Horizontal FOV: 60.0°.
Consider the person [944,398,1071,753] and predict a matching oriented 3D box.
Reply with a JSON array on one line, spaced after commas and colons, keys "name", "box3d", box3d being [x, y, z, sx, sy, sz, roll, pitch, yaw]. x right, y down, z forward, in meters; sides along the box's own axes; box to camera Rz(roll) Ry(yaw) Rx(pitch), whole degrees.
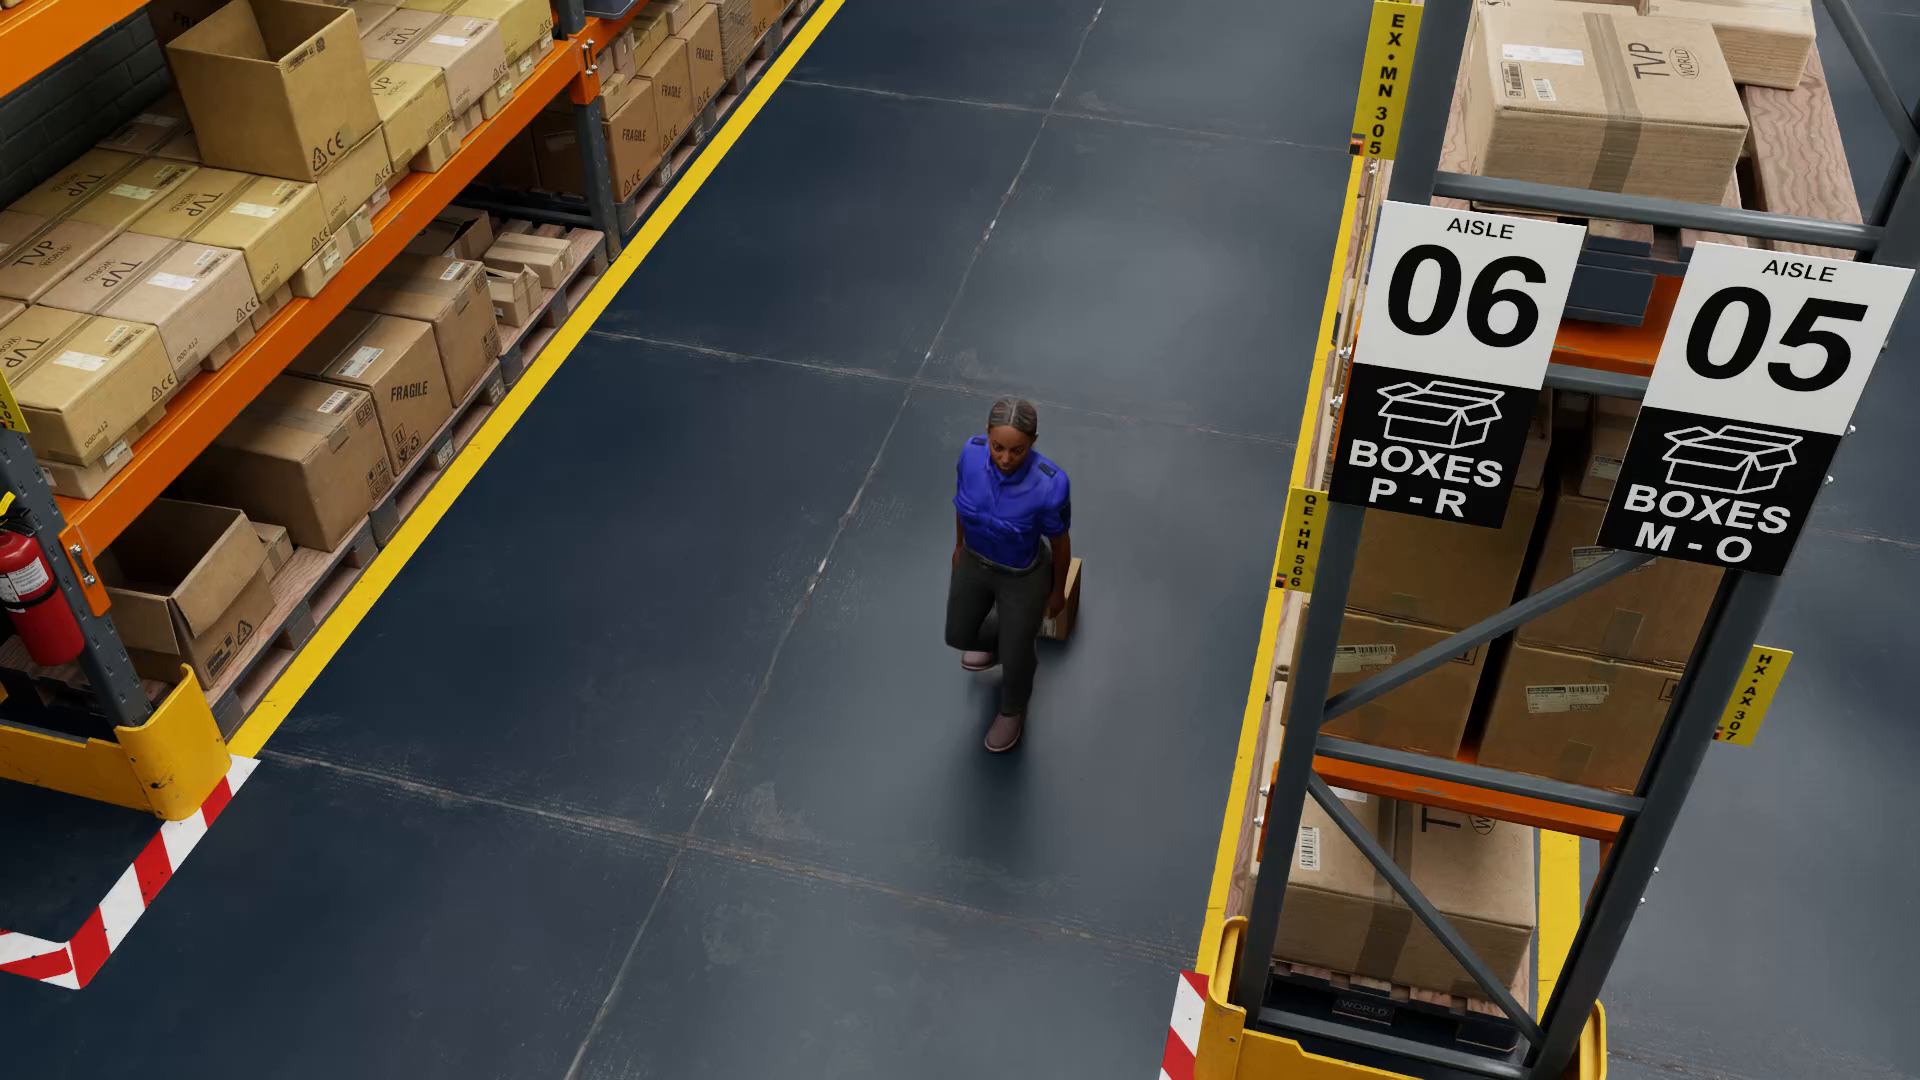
[{"name": "person", "box3d": [0.193, 0.064, 6.088, 0.522, 1.650, 0.518, 22, 46, 23]}]
